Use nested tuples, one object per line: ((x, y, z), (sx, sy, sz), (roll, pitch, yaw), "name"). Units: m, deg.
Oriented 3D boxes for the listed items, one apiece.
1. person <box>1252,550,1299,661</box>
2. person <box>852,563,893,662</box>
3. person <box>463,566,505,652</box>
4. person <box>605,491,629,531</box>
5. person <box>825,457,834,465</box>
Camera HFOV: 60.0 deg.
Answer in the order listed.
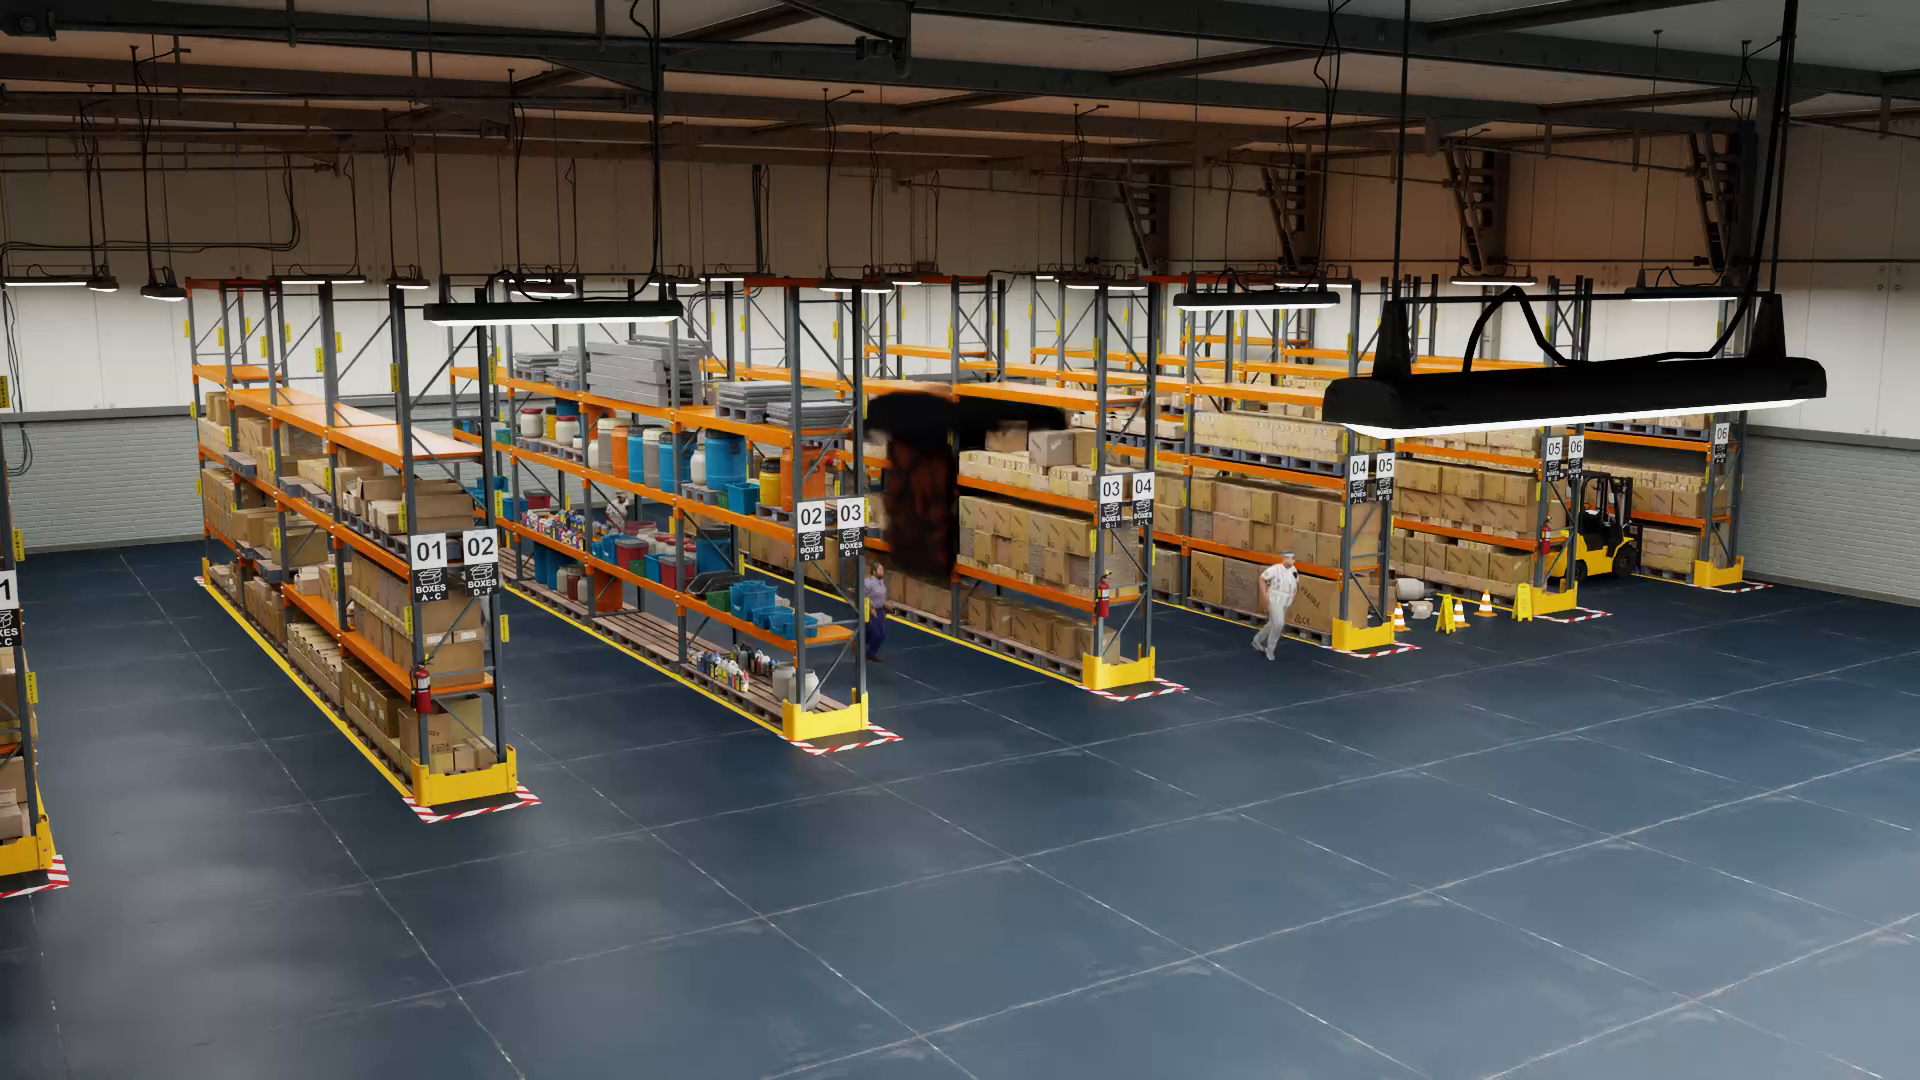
((5.091, 1.012, 26.916), (0.846, 1.713, 0.736), (-7, 12, -36), "person")
((-1.390, 1.114, 25.733), (0.592, 1.572, 0.606), (6, 11, 31), "person")
((-7.725, 0.970, 27.196), (0.595, 1.713, 0.686), (-9, 13, -42), "person")
((-7.264, -0.273, 34.977), (0.964, 1.628, 0.599), (9, 13, 44), "person")
((-3.545, -1.585, 42.519), (0.674, 1.757, 0.773), (1, 10, 6), "person")
